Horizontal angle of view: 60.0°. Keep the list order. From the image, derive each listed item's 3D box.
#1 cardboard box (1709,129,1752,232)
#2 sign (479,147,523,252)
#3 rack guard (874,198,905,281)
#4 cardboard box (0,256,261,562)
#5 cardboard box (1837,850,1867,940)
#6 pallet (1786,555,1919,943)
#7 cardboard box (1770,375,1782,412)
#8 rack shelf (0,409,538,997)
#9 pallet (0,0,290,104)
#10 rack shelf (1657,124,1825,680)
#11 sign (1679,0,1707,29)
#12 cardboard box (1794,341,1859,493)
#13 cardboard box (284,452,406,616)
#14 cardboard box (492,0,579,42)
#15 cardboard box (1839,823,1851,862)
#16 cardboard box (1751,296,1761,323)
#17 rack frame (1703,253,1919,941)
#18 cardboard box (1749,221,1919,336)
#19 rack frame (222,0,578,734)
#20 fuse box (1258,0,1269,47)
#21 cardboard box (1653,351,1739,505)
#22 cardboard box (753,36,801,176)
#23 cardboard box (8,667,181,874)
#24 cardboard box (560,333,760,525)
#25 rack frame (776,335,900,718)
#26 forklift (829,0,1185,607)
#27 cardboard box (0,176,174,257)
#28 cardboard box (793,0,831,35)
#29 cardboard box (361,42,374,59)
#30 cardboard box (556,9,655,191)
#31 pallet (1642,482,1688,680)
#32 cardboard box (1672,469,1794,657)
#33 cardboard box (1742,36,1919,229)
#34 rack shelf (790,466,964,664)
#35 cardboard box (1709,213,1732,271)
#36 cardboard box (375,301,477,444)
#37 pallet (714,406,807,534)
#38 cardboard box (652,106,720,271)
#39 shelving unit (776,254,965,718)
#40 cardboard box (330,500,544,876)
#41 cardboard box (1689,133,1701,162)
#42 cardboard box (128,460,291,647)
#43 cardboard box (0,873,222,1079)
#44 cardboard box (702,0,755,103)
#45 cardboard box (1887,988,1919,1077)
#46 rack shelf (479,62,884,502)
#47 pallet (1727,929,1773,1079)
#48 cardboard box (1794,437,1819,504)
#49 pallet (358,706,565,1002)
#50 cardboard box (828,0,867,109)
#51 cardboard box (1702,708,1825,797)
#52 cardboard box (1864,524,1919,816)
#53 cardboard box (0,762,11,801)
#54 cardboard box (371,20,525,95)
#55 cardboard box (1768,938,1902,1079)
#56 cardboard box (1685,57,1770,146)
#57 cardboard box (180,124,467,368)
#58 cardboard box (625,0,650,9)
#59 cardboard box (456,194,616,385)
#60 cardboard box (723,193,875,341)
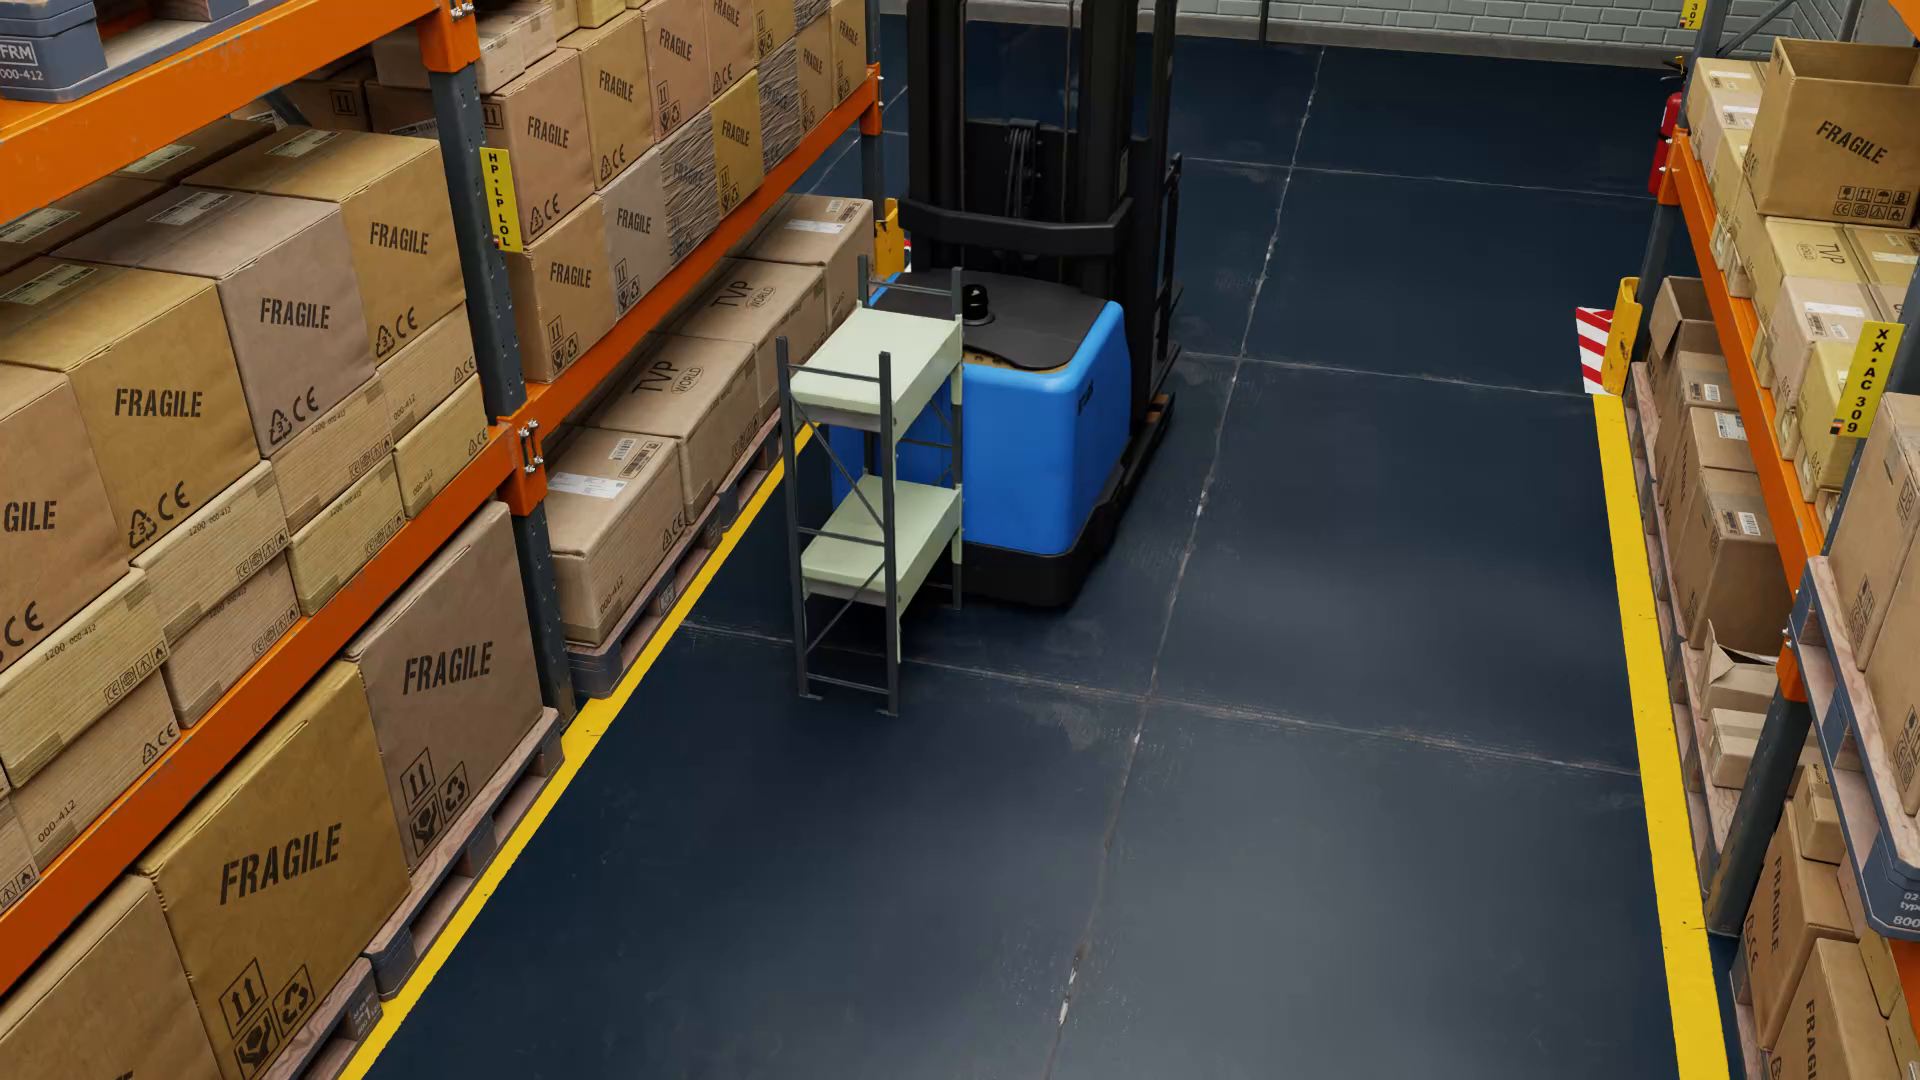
[{"bbox_3d":[3.257,-1.391,6.505,0.500,0.250,0.500,7,33,11],"label":"cardboard box"},{"bbox_3d":[-1.404,-1.037,5.080,0.100,0.325,0.005,8,33,12],"label":"sign"},{"bbox_3d":[-0.910,-1.684,9.433,1.175,0.500,0.348,8,33,12],"label":"rack guard"},{"bbox_3d":[-2.073,-0.319,3.931,0.500,0.500,0.500,9,34,14],"label":"cardboard box"},{"bbox_3d":[2.527,0.931,4.323,0.380,0.149,0.250,7,33,11],"label":"cardboard box"},{"bbox_3d":[2.563,0.504,3.840,1.003,0.211,1.213,8,33,12],"label":"pallet"},{"bbox_3d":[2.888,-0.479,5.442,0.380,0.149,0.250,9,34,14],"label":"cardboard box"},{"bbox_3d":[-2.439,0.691,4.038,1.077,0.370,4.000,8,33,12],"label":"rack shelf"},{"bbox_3d":[-2.116,-1.353,3.965,0.805,0.209,1.217,7,33,10],"label":"pallet"},{"bbox_3d":[3.379,-0.711,6.243,1.077,0.370,4.000,8,33,12],"label":"rack shelf"},{"bbox_3d":[3.361,-2.492,7.567,0.100,0.325,0.005,8,33,12],"label":"sign"},{"bbox_3d":[2.764,-0.337,4.846,0.500,0.250,0.500,9,33,14],"label":"cardboard box"},{"bbox_3d":[-1.931,-0.056,4.682,0.500,0.250,0.500,8,33,12],"label":"cardboard box"},{"bbox_3d":[-1.526,-1.791,5.641,0.380,0.149,0.250,8,33,12],"label":"cardboard box"},{"bbox_3d":[2.503,0.793,4.264,0.380,0.149,0.250,6,33,10],"label":"cardboard box"},{"bbox_3d":[3.117,-0.869,6.055,0.380,0.149,0.250,8,33,12],"label":"cardboard box"},{"bbox_3d":[2.871,0.023,4.418,1.000,3.000,0.127,8,33,12],"label":"rack frame"},{"bbox_3d":[3.017,-0.856,5.662,0.500,0.250,0.500,8,33,12],"label":"cardboard box"},{"bbox_3d":[-1.931,-0.651,5.478,1.000,3.000,0.127,8,33,12],"label":"rack frame"},{"bbox_3d":[2.487,-4.750,13.127,0.539,1.711,0.414,8,33,12],"label":"fuse box"},{"bbox_3d":[3.385,-0.432,7.072,0.700,0.500,0.500,9,34,14],"label":"cardboard box"},{"bbox_3d":[-1.045,-1.956,7.437,0.500,0.500,0.500,9,34,14],"label":"cardboard box"},{"bbox_3d":[-2.205,0.472,3.852,0.500,0.250,0.500,8,33,12],"label":"cardboard box"},{"bbox_3d":[-1.441,-0.523,7.273,0.875,0.438,0.875,7,33,11],"label":"cardboard box"},{"bbox_3d":[-0.418,-0.007,5.864,0.400,1.500,0.023,10,34,16],"label":"rack frame"},{"bbox_3d":[0.412,-1.751,7.272,1.130,2.935,3.031,10,34,16],"label":"forklift"},{"bbox_3d":[-2.423,-0.658,4.464,0.500,0.500,0.500,8,33,12],"label":"cardboard box"},{"bbox_3d":[-0.912,-2.633,7.570,0.500,0.500,0.500,8,33,13],"label":"cardboard box"},{"bbox_3d":[-1.989,-1.714,5.520,0.380,0.149,0.250,9,33,14],"label":"cardboard box"},{"bbox_3d":[-1.442,-1.590,5.930,0.500,0.500,0.500,8,33,12],"label":"cardboard box"},{"bbox_3d":[3.354,0.209,6.725,1.003,0.211,1.213,8,33,12],"label":"pallet"},{"bbox_3d":[3.121,0.107,6.225,0.700,0.500,0.500,7,33,11],"label":"cardboard box"},{"bbox_3d":[3.130,-1.454,5.905,0.500,0.500,0.500,9,34,14],"label":"cardboard box"},{"bbox_3d":[-0.301,0.082,6.331,0.431,0.370,0.720,10,34,16],"label":"rack shelf"},{"bbox_3d":[3.162,-1.152,6.500,0.380,0.149,0.250,7,33,11],"label":"cardboard box"},{"bbox_3d":[-1.808,-0.537,4.972,0.500,0.250,0.500,8,33,12],"label":"cardboard box"},{"bbox_3d":[-1.355,-0.493,7.829,1.003,0.211,1.213,8,33,12],"label":"pallet"},{"bbox_3d":[-1.295,-1.419,6.592,0.500,0.500,0.500,8,33,13],"label":"cardboard box"},{"bbox_3d":[-0.301,-0.193,6.156,0.431,1.500,0.755,10,34,16],"label":"shelving unit"},{"bbox_3d":[-2.011,0.401,5.412,0.875,0.875,0.875,9,34,14],"label":"cardboard box"},{"bbox_3d":[3.537,-1.813,7.541,0.380,0.149,0.250,8,33,12],"label":"cardboard box"},{"bbox_3d":[-2.053,-0.007,4.138,0.500,0.250,0.500,9,33,14],"label":"cardboard box"},{"bbox_3d":[-2.460,1.335,3.943,0.875,0.875,0.875,8,33,13],"label":"cardboard box"},{"bbox_3d":[-1.170,-2.116,6.757,0.500,0.500,0.500,8,33,12],"label":"cardboard box"},{"bbox_3d":[2.417,1.210,3.885,0.380,0.149,0.250,7,33,12],"label":"cardboard box"},{"bbox_3d":[-1.423,-1.385,7.303,1.077,0.370,4.000,8,33,12],"label":"rack shelf"},{"bbox_3d":[2.701,1.627,4.494,1.003,0.211,1.213,8,33,12],"label":"pallet"},{"bbox_3d":[2.753,-0.209,5.017,0.380,0.149,0.250,9,34,14],"label":"cardboard box"},{"bbox_3d":[-2.054,0.937,5.580,1.003,0.211,1.213,8,33,12],"label":"pallet"},{"bbox_3d":[-0.782,-2.482,8.266,0.500,0.500,0.500,8,33,13],"label":"cardboard box"},{"bbox_3d":[2.728,0.720,5.588,0.380,0.149,0.250,7,33,11],"label":"cardboard box"},{"bbox_3d":[2.401,0.293,3.509,0.700,0.500,0.500,8,33,13],"label":"cardboard box"},{"bbox_3d":[-2.308,0.523,3.305,0.500,0.250,0.500,8,33,12],"label":"cardboard box"},{"bbox_3d":[-1.600,-1.517,5.211,0.380,0.149,0.250,8,33,12],"label":"cardboard box"},{"bbox_3d":[2.405,1.399,4.192,0.500,0.500,0.500,8,33,12],"label":"cardboard box"},{"bbox_3d":[3.511,-1.916,7.331,0.500,0.250,0.500,8,33,13],"label":"cardboard box"},{"bbox_3d":[-1.801,-0.849,4.764,0.500,0.500,0.500,9,34,14],"label":"cardboard box"},{"bbox_3d":[-1.308,-2.045,6.041,0.380,0.149,0.250,7,33,11],"label":"cardboard box"},{"bbox_3d":[-1.559,-0.901,5.778,0.500,0.500,0.500,9,34,14],"label":"cardboard box"},{"bbox_3d":[-0.987,-1.466,8.757,0.875,0.438,0.875,7,33,11],"label":"cardboard box"}]
